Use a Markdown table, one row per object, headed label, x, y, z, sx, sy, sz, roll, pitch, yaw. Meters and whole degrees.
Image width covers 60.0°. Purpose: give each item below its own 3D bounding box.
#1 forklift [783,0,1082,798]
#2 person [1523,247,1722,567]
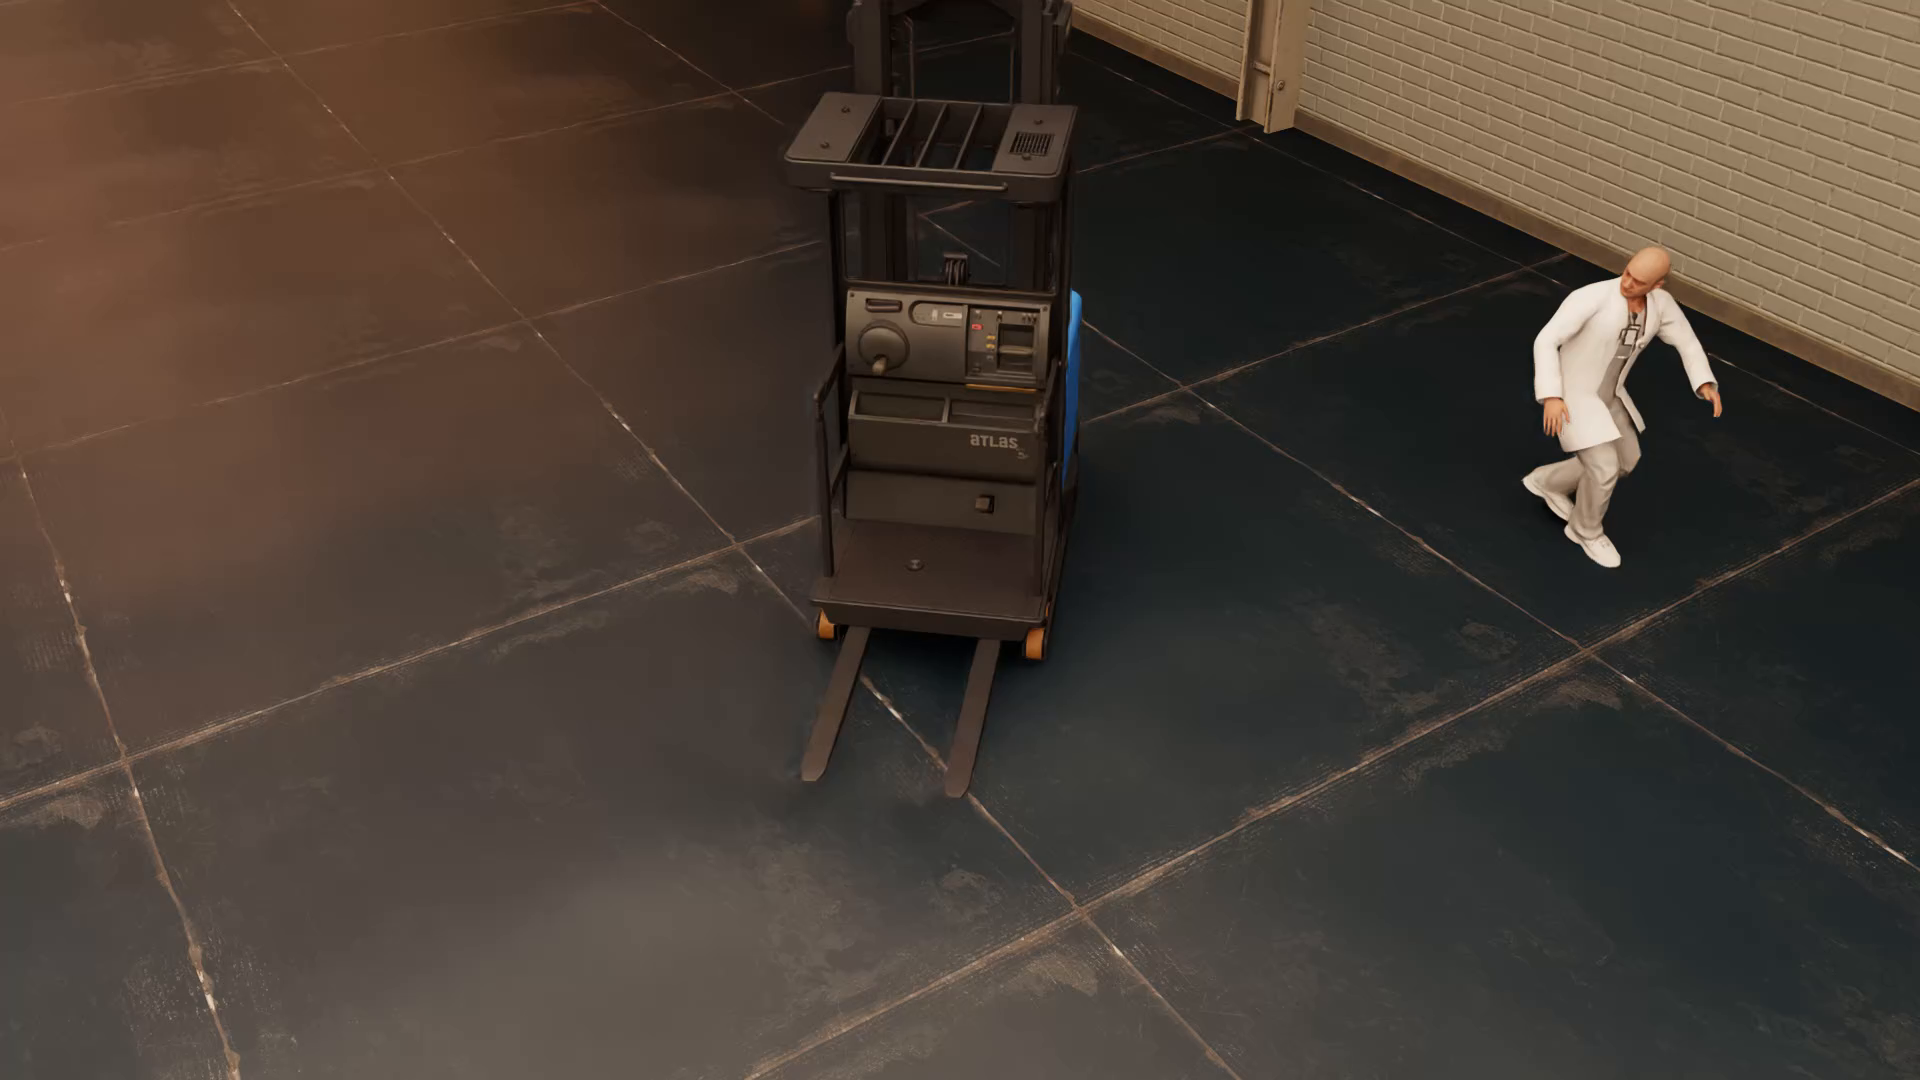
| label | x | y | z | sx | sy | sz | roll | pitch | yaw |
| --- | --- | --- | --- | --- | --- | --- | --- | --- | --- |
| forklift | -0.089 | -0.851 | 7.359 | 1.130 | 2.935 | 3.031 | 5 | 35 | 7 |
| person | 3.206 | -0.647 | 8.182 | 0.903 | 1.659 | 0.868 | -18 | 39 | -24 |
